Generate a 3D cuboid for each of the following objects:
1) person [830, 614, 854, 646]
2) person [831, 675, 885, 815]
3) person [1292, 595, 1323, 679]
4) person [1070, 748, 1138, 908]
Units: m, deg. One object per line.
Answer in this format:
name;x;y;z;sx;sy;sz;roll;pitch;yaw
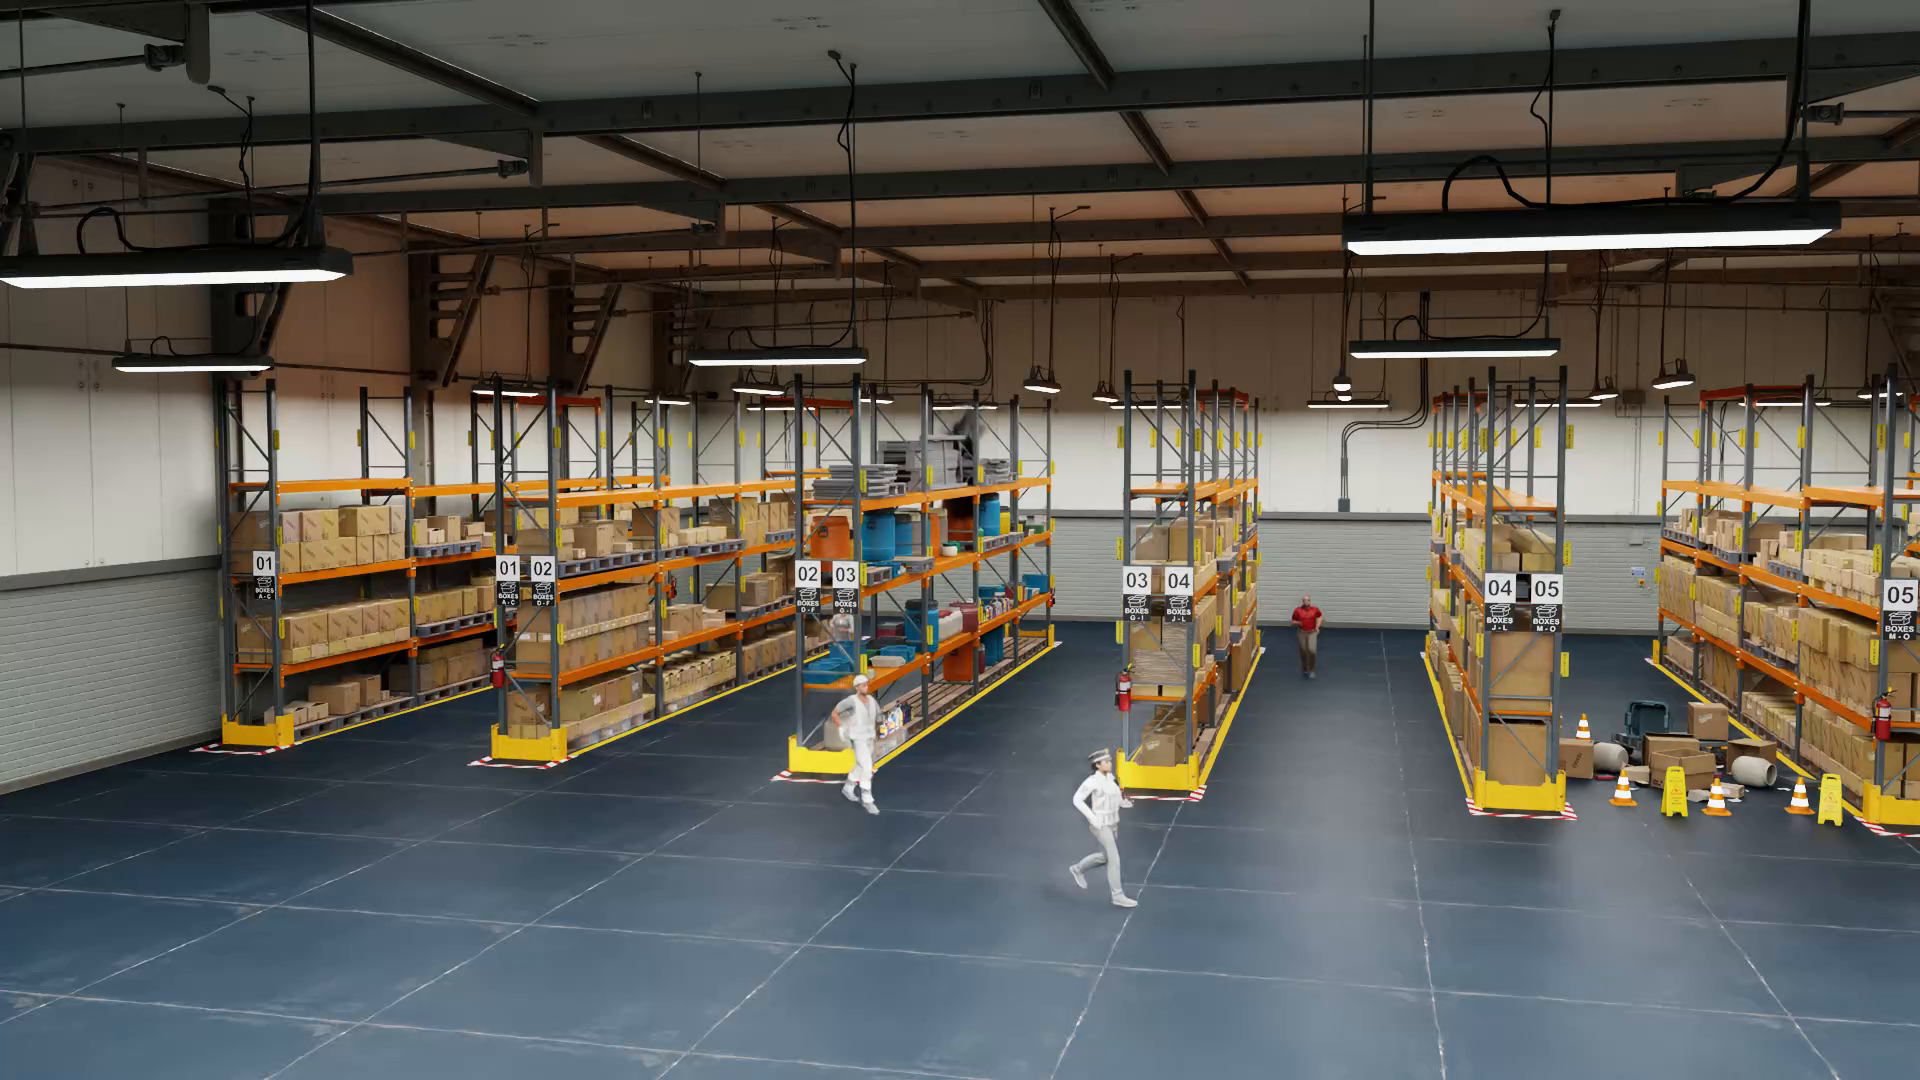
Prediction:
person;-2.277;2.007;32.042;0.519;1.618;0.618;0;3;2
person;-1.346;2.741;22.548;0.836;1.838;0.652;3;5;41
person;7.309;2.055;35.107;0.619;1.786;0.767;1;4;14
person;1.546;3.072;17.966;0.866;1.670;0.622;2;4;35
